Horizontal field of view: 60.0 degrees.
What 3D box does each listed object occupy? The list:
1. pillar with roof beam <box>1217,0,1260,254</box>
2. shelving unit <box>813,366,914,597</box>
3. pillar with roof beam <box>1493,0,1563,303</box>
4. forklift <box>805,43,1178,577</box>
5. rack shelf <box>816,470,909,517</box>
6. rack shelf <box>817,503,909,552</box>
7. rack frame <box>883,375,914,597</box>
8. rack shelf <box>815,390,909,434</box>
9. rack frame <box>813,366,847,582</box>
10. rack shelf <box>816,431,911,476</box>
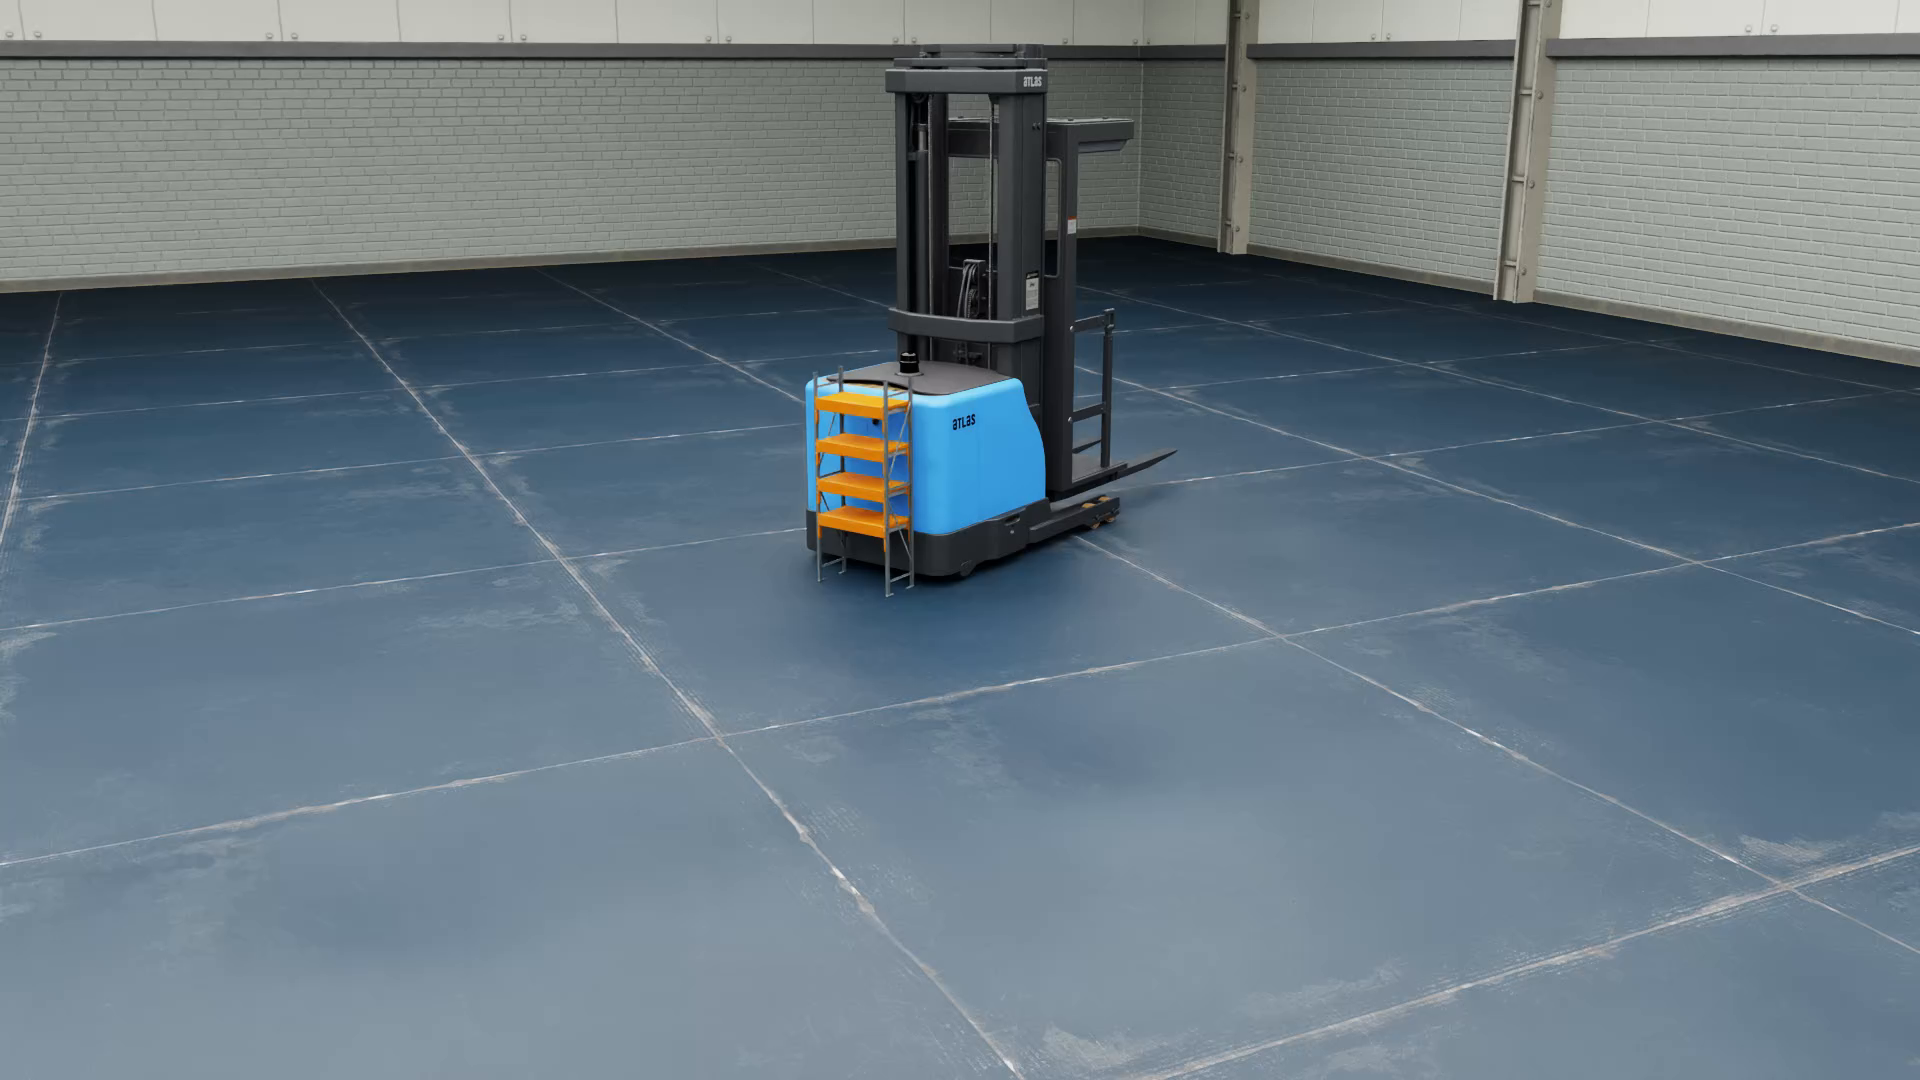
[{"bbox_3d":[0.353,-8.258,22.714,9.100,9.000,0.400,-8,18,-25],"label":"pillar with roof beam"},{"bbox_3d":[-0.531,-0.328,9.219,0.503,1.200,0.258,11,19,34],"label":"shelving unit"},{"bbox_3d":[2.982,-6.771,17.530,9.100,9.000,0.400,-8,18,-25],"label":"pillar with roof beam"},{"bbox_3d":[0.367,-1.548,10.330,1.130,2.935,3.031,11,20,34],"label":"forklift"},{"bbox_3d":[-0.531,-0.264,9.237,0.480,0.148,0.258,11,19,34],"label":"rack shelf"},{"bbox_3d":[-0.531,-0.073,9.292,0.480,0.148,0.258,11,19,34],"label":"rack shelf"},{"bbox_3d":[-0.333,-0.289,9.082,0.015,1.200,0.240,11,19,34],"label":"rack frame"},{"bbox_3d":[-0.531,-0.706,9.111,0.480,0.148,0.258,11,19,34],"label":"rack shelf"},{"bbox_3d":[-0.730,-0.368,9.355,0.015,1.200,0.240,11,19,34],"label":"rack frame"},{"bbox_3d":[-0.531,-0.479,9.176,0.480,0.148,0.258,11,19,34],"label":"rack shelf"}]
